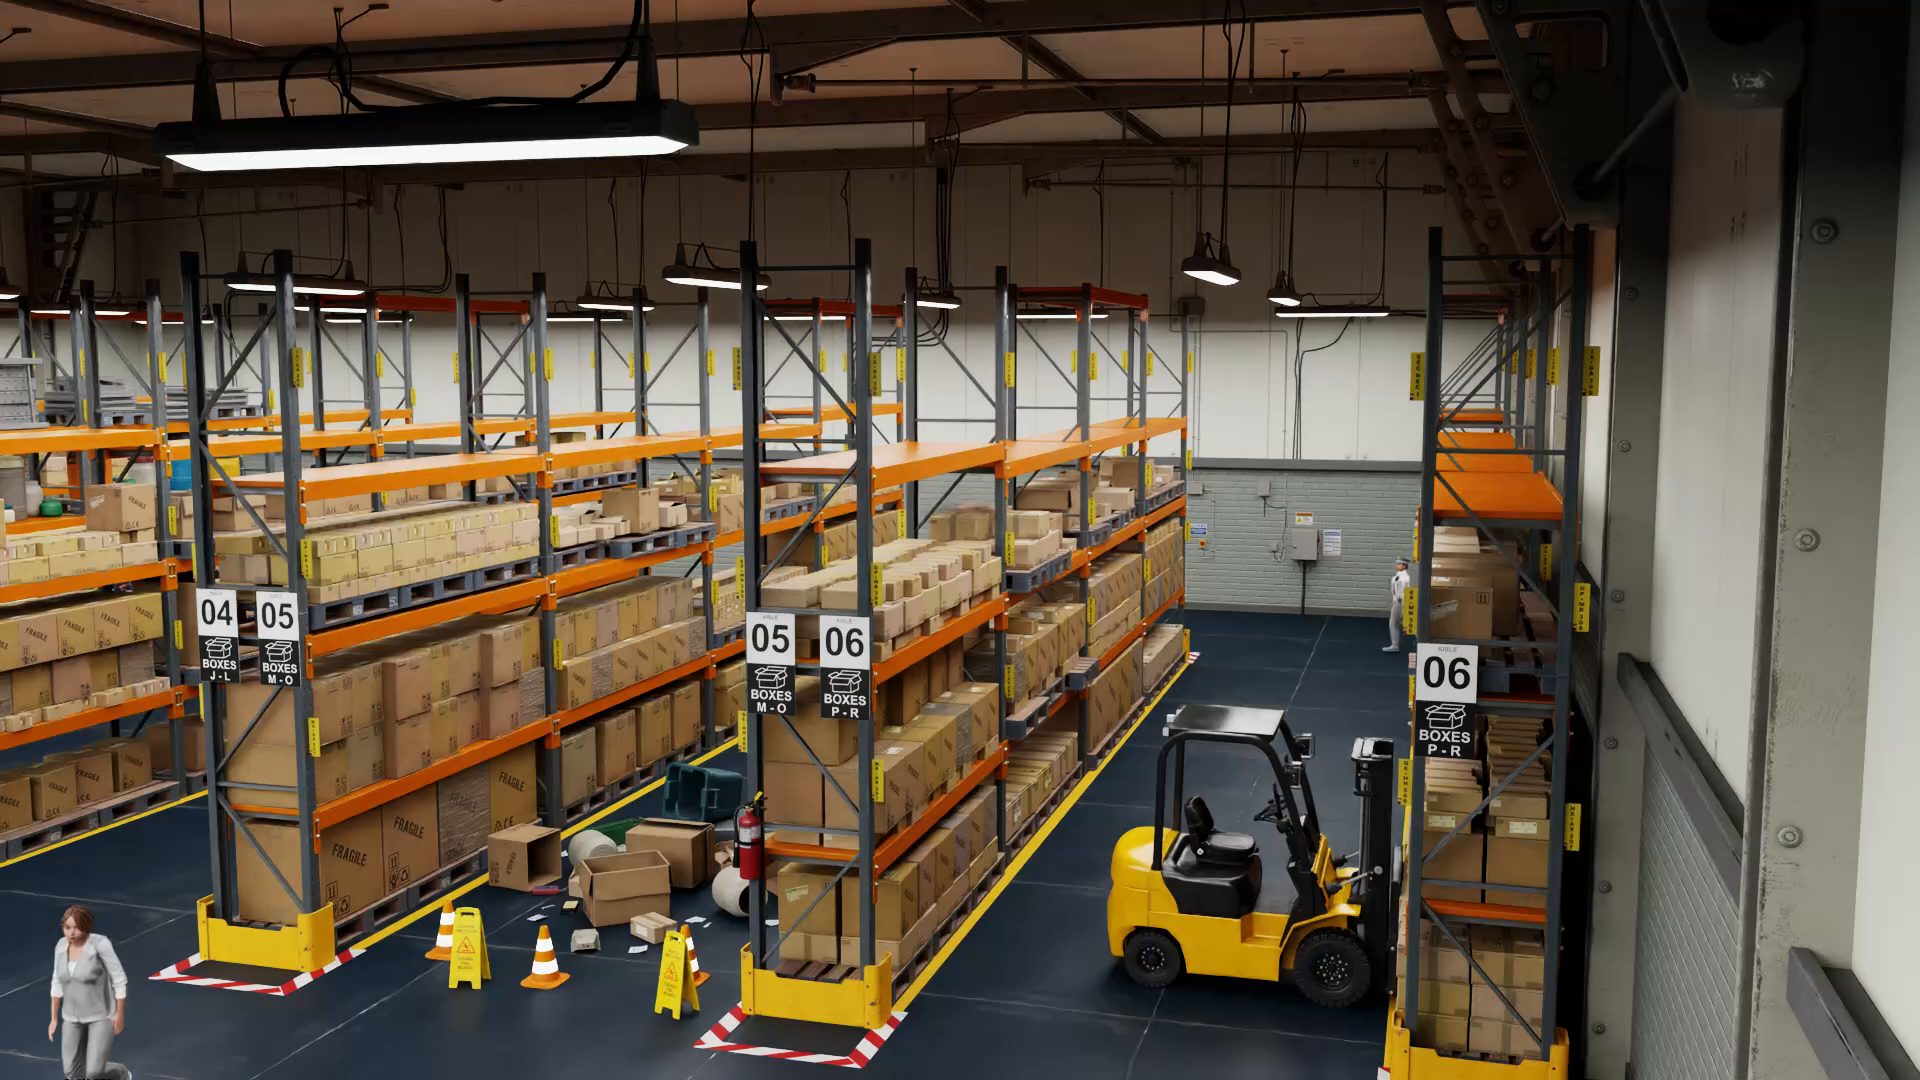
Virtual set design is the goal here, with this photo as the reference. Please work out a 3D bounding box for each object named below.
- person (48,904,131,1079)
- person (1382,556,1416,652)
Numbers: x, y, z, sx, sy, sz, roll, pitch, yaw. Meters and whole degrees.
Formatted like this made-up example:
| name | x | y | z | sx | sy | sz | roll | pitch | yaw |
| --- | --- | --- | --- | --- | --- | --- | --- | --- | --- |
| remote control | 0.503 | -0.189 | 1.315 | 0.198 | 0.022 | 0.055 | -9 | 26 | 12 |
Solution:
| name | x | y | z | sx | sy | sz | roll | pitch | yaw |
| --- | --- | --- | --- | --- | --- | --- | --- | --- | --- |
| person | -5.759 | 3.159 | 11.090 | 0.491 | 1.583 | 0.485 | 1 | 6 | 8 |
| person | 7.683 | 1.098 | 28.793 | 0.674 | 1.668 | 0.468 | 2 | 7 | 14 |
